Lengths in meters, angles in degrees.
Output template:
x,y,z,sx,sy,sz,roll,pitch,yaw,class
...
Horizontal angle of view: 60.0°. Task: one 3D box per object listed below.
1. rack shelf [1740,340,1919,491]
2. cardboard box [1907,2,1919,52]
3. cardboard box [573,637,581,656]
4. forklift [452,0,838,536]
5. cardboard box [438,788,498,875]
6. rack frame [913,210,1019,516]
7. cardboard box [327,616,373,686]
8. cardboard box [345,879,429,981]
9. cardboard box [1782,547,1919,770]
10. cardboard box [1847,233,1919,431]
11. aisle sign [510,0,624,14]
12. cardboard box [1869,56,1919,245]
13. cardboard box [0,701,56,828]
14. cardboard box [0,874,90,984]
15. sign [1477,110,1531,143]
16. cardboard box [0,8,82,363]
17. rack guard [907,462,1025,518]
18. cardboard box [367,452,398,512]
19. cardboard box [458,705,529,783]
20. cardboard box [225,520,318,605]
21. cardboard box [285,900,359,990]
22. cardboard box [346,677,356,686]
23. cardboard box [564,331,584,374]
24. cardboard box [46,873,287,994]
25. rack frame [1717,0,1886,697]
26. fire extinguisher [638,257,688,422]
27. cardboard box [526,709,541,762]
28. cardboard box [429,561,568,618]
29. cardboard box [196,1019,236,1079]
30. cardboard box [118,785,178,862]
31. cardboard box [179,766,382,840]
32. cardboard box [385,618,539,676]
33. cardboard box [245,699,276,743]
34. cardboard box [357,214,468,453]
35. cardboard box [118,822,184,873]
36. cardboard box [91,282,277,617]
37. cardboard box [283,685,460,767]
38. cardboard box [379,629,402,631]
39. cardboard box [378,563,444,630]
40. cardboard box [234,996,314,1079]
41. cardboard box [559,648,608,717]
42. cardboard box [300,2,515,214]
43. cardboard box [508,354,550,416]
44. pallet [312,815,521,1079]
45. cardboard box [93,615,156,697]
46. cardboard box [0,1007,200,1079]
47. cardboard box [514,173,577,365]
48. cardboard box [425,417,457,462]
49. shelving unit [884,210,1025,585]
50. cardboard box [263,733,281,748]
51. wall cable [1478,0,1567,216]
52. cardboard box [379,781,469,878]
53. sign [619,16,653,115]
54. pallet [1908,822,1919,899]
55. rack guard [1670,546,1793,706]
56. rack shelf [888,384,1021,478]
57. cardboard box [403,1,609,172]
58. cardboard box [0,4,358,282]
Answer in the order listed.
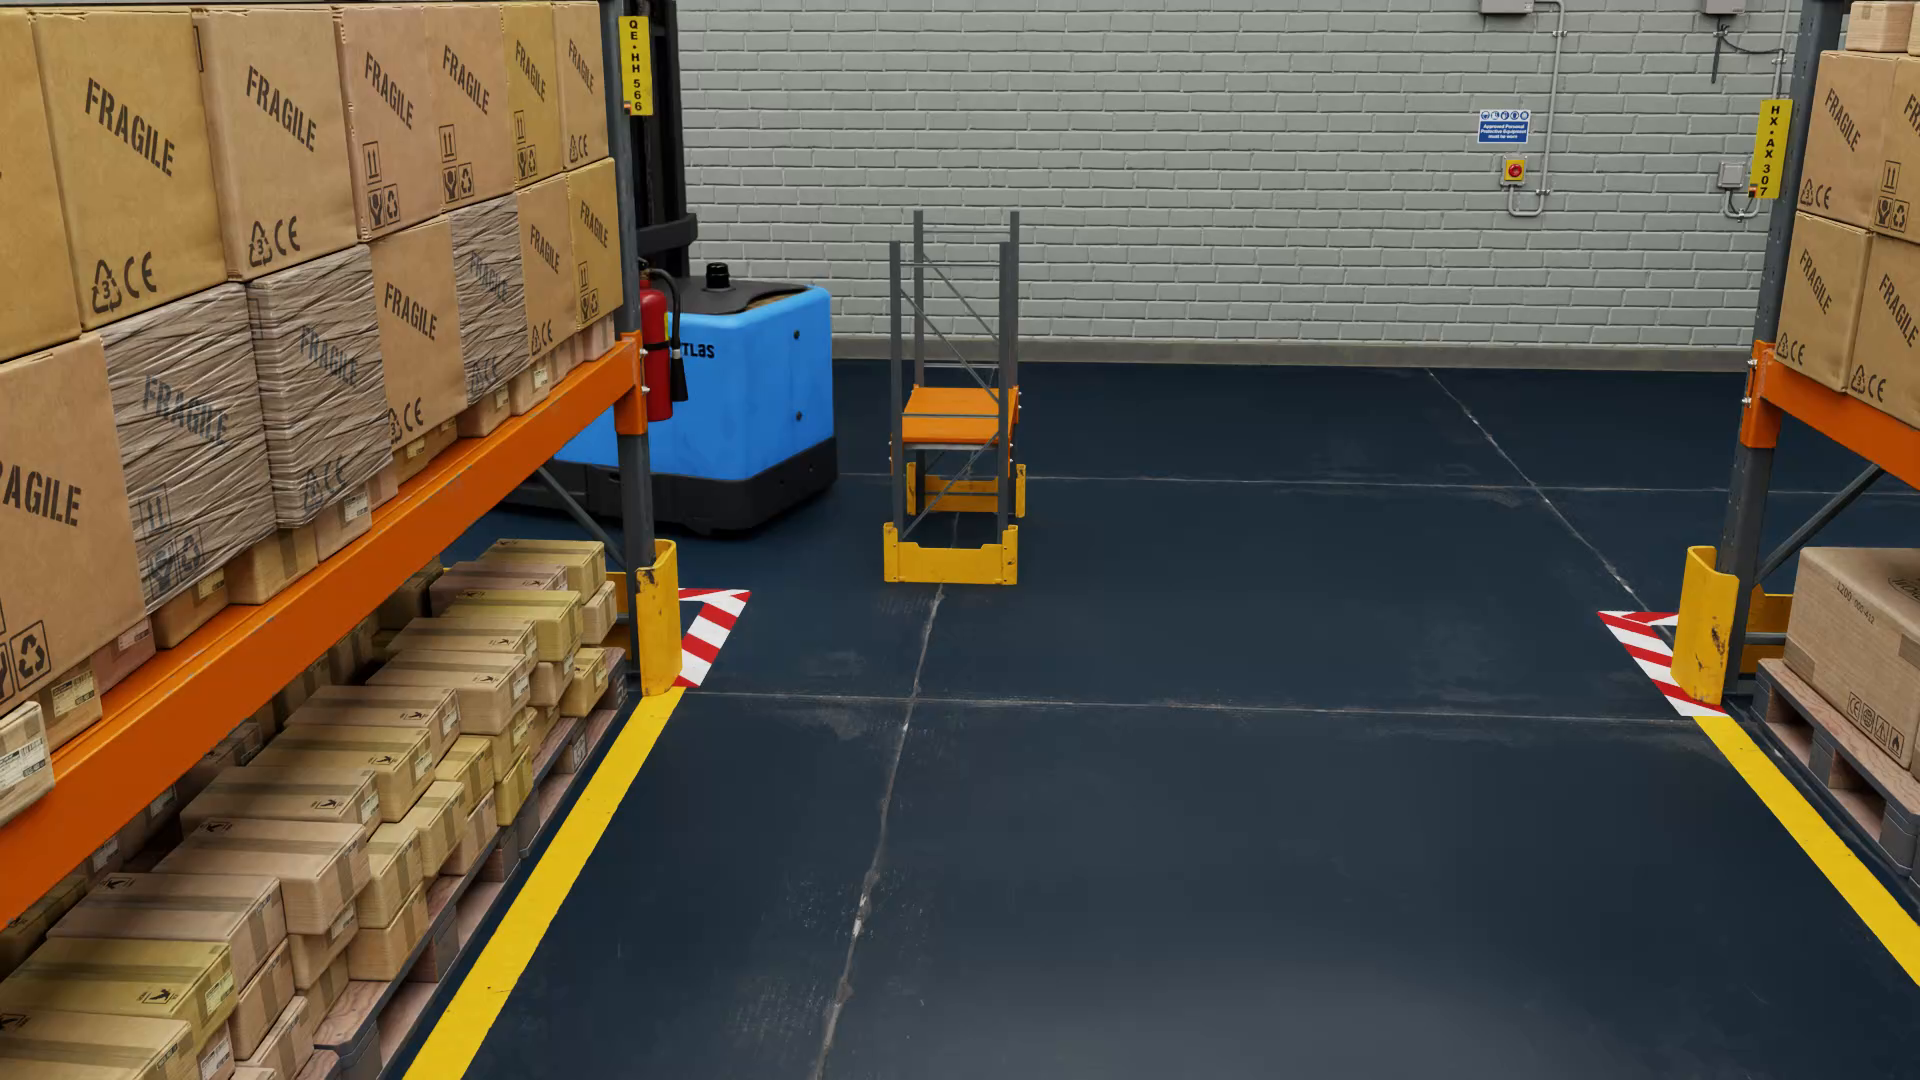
x,y,z,sx,sy,sz,roll,pitch,yaw,class
3.144,0.107,3.934,1.077,0.370,4.000,1,18,4,rack shelf
3.038,-1.500,4.874,0.380,0.149,0.250,2,18,5,cardboard box
-1.482,0.329,5.527,0.380,0.149,0.250,1,18,3,cardboard box
-2.203,-1.694,8.384,3.031,2.935,1.130,7,20,22,forklift
-1.509,0.793,4.590,0.380,0.149,0.250,2,18,5,cardboard box
0.030,-0.844,8.090,0.500,1.500,0.032,1,18,4,rack frame
-2.014,0.335,5.031,0.380,0.149,0.250,0,18,1,cardboard box
-1.544,0.953,4.102,0.380,0.149,0.250,1,18,2,cardboard box
3.340,0.369,5.419,0.875,0.438,0.875,1,18,2,cardboard box
2.959,-0.603,4.785,0.500,0.500,0.500,1,18,3,cardboard box
-1.352,-2.186,5.603,0.394,0.787,0.004,1,18,4,aisle sign
2.939,-1.075,4.620,0.500,0.500,0.500,1,18,2,cardboard box
-1.597,0.346,2.453,0.380,0.149,0.250,2,18,6,cardboard box
-2.092,0.827,3.530,0.380,0.149,0.250,2,18,6,cardboard box
3.625,-2.756,11.083,0.327,0.218,0.001,1,18,4,sign
-1.668,-0.491,2.361,0.500,0.500,0.500,2,18,5,cardboard box
0.030,-0.250,8.284,0.587,0.250,0.087,1,18,4,rack guard
-1.578,-0.148,3.962,0.380,0.149,0.250,2,18,6,cardboard box
-1.470,0.572,4.787,0.380,0.149,0.250,2,18,5,cardboard box
-1.577,0.019,3.451,0.380,0.149,0.250,2,18,5,cardboard box
-1.623,0.890,3.816,0.380,0.149,0.250,2,18,6,cardboard box
-2.082,0.475,5.082,0.380,0.149,0.250,2,18,6,cardboard box
-1.453,-0.632,5.437,0.380,0.149,0.250,1,18,4,cardboard box
-1.668,0.832,3.515,0.380,0.149,0.250,1,18,2,cardboard box
3.288,-0.856,5.717,1.000,3.000,0.127,1,18,4,rack frame
-1.178,-0.789,6.236,0.296,0.674,0.183,1,18,4,fire extinguisher
-1.513,0.628,5.094,0.380,0.149,0.250,1,18,4,cardboard box
-1.517,0.184,5.491,0.380,0.149,0.250,2,18,5,cardboard box
-1.688,1.059,3.301,0.380,0.149,0.250,1,18,4,cardboard box
-2.157,0.657,4.050,0.380,0.149,0.250,1,18,2,cardboard box
-1.631,0.668,4.014,0.380,0.149,0.250,1,18,2,cardboard box
-1.491,0.347,4.996,0.380,0.149,0.250,1,18,2,cardboard box
-2.108,0.502,4.522,0.380,0.149,0.250,2,18,5,cardboard box
-1.547,-0.506,4.013,0.500,0.500,0.500,2,18,7,cardboard box
-2.075,0.810,4.059,0.380,0.149,0.250,0,18,1,cardboard box
-1.628,-0.183,3.027,0.500,0.500,0.500,1,18,4,cardboard box
-1.584,0.511,4.496,0.380,0.149,0.250,1,18,2,cardboard box
-2.026,0.320,5.556,0.380,0.149,0.250,1,18,4,cardboard box
-1.933,0.181,5.502,0.380,0.149,0.250,2,18,5,cardboard box
-1.643,1.116,3.605,0.380,0.149,0.250,1,18,3,cardboard box
-1.404,0.471,5.574,0.380,0.149,0.250,2,18,6,cardboard box
-1.506,-1.132,4.317,0.500,0.500,0.500,2,18,7,cardboard box
-1.451,-0.474,4.954,0.380,0.149,0.250,2,18,5,cardboard box
-1.846,1.043,4.400,1.003,0.211,1.213,1,18,4,pallet
-1.686,0.180,2.959,0.380,0.149,0.250,0,18,1,cardboard box
-1.633,0.993,3.023,0.380,0.149,0.250,2,18,7,cardboard box
-1.474,-0.819,4.966,0.500,0.500,0.500,1,18,3,cardboard box
-1.578,-0.310,4.455,0.380,0.149,0.250,1,18,2,cardboard box
-0.005,-0.689,7.617,0.587,1.500,1.083,1,18,4,shelving unit
-1.985,0.645,4.565,0.380,0.149,0.250,2,18,7,cardboard box
3.669,-3.105,10.901,0.585,1.953,0.123,1,18,4,wall cable
-1.499,0.737,4.282,0.380,0.149,0.250,1,18,4,cardboard box
-1.105,-1.617,5.673,0.100,0.325,0.005,1,18,4,sign
3.218,1.097,4.235,1.003,0.211,1.213,1,18,4,pallet
3.290,0.325,6.129,1.175,0.500,0.348,1,18,4,rack guard
-0.006,-0.515,7.665,0.538,0.185,1.000,1,18,4,rack shelf
-1.441,-1.451,5.291,0.500,0.500,0.500,1,18,3,cardboard box
-1.579,-0.808,3.329,0.500,0.500,0.500,2,18,5,cardboard box
